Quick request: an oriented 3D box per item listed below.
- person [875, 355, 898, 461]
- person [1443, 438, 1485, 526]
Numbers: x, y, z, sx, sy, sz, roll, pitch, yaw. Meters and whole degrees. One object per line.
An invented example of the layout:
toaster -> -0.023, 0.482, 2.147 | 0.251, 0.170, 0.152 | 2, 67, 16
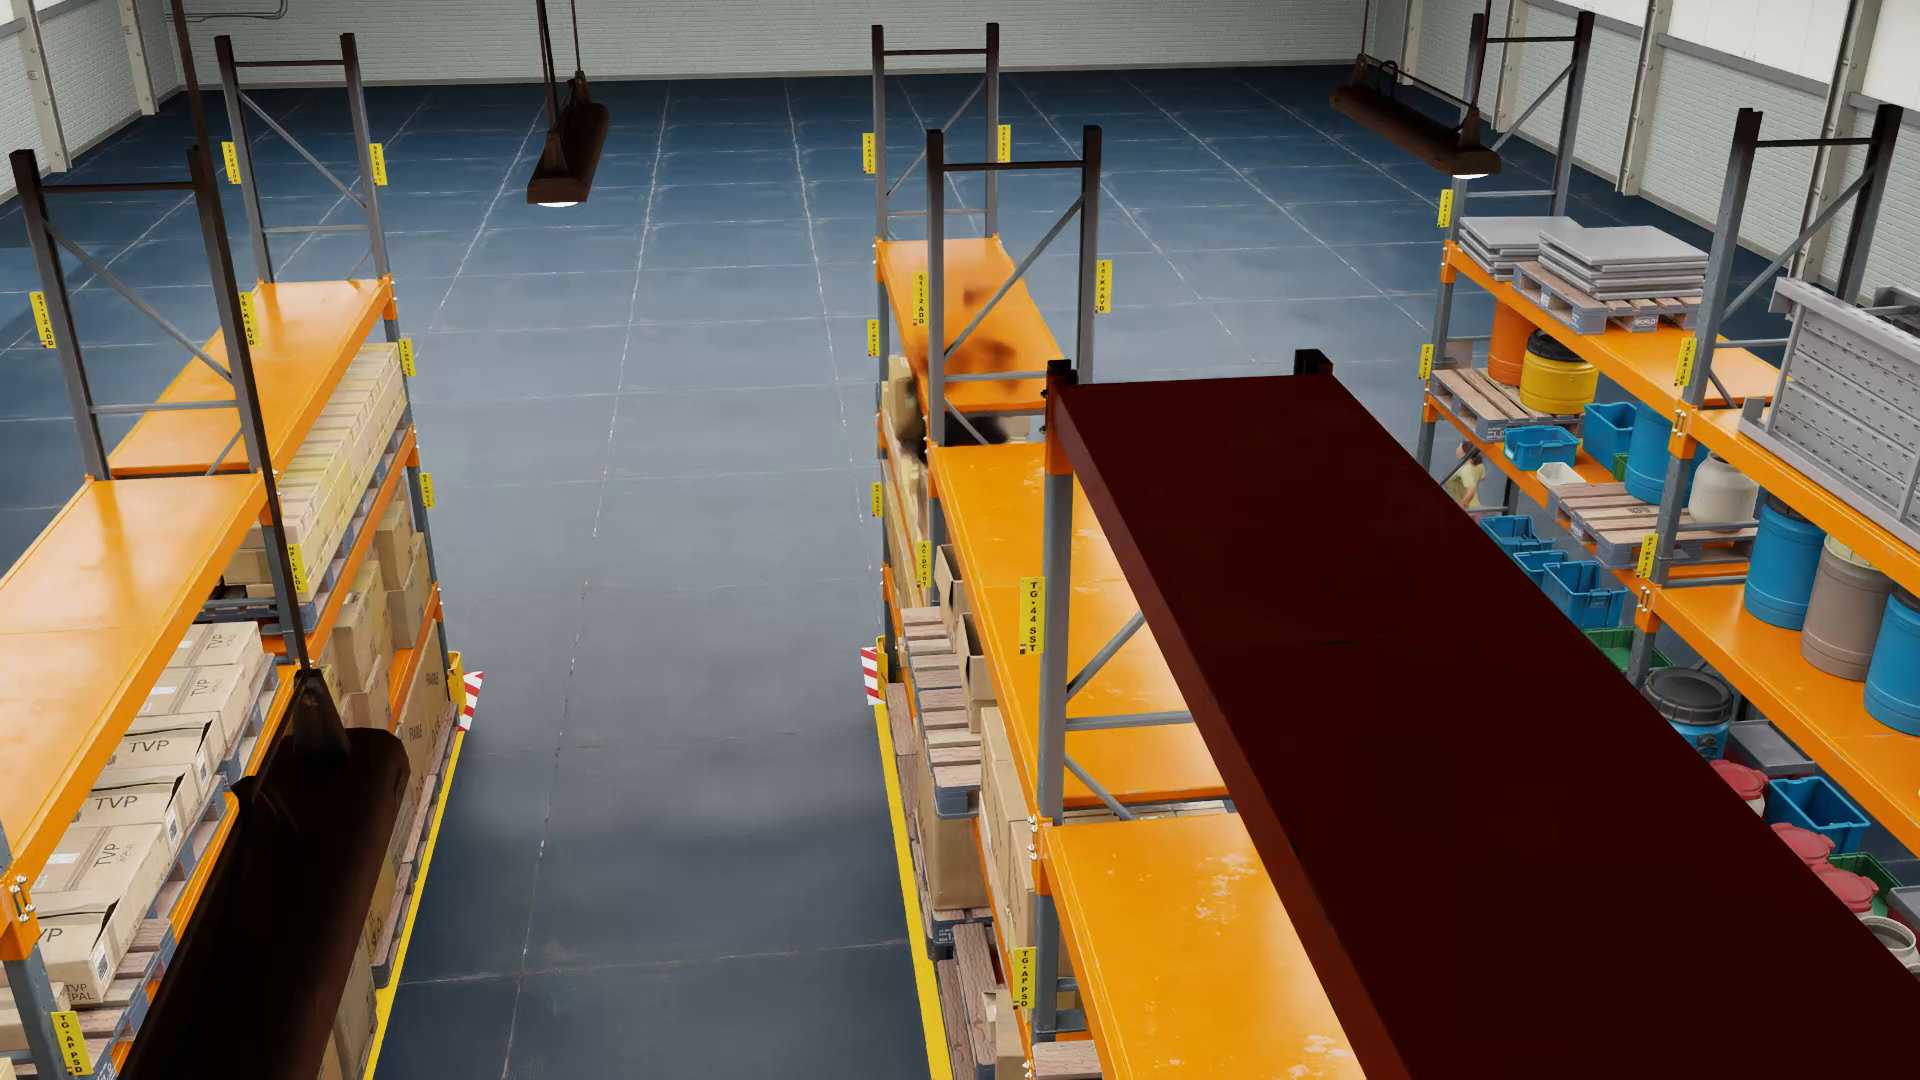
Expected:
person -> -0.713, -1.310, 19.315 | 0.615, 1.706, 0.668 | 14, 29, 27
person -> 5.133, -0.285, 17.093 | 0.886, 1.671, 0.605 | 22, 33, 38
